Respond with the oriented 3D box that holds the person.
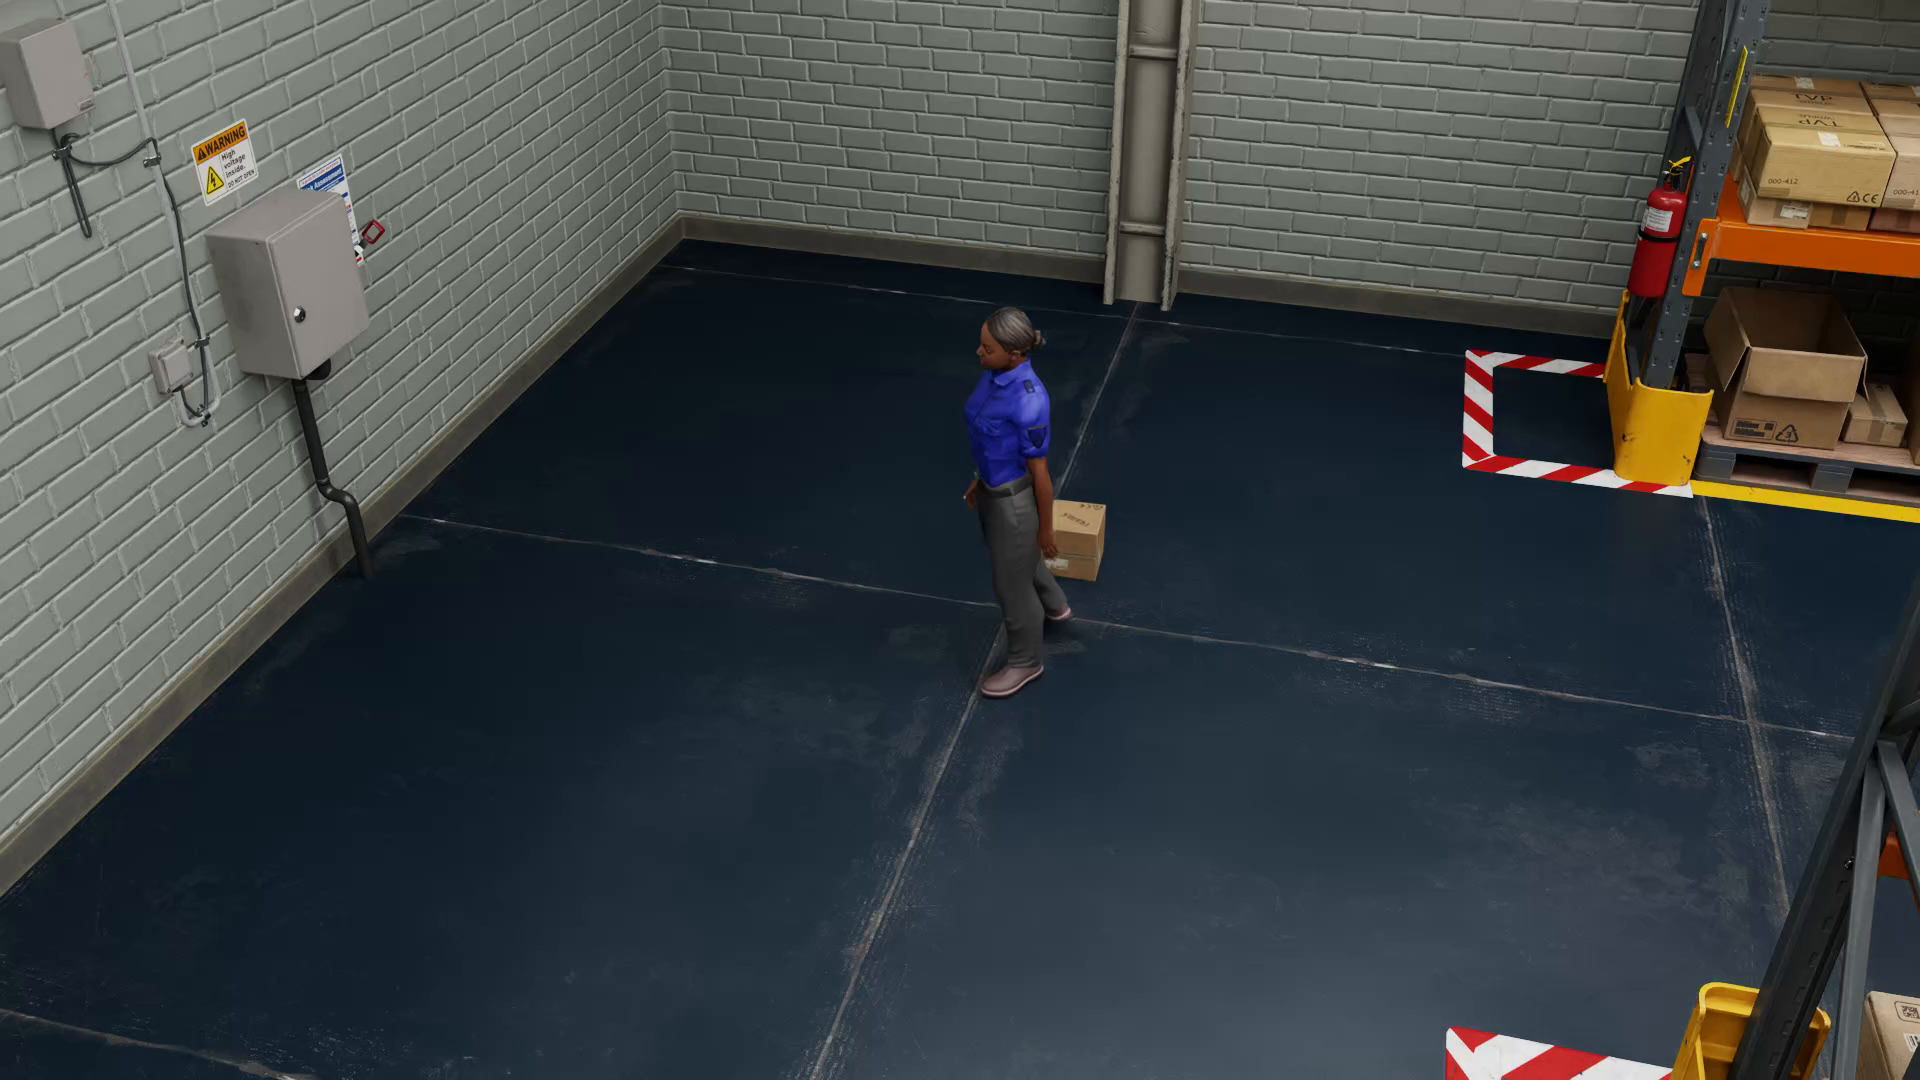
[{"bbox_3d":[0.244,-0.216,6.471,0.496,1.649,0.655,-7,34,-10],"label":"person"}]
